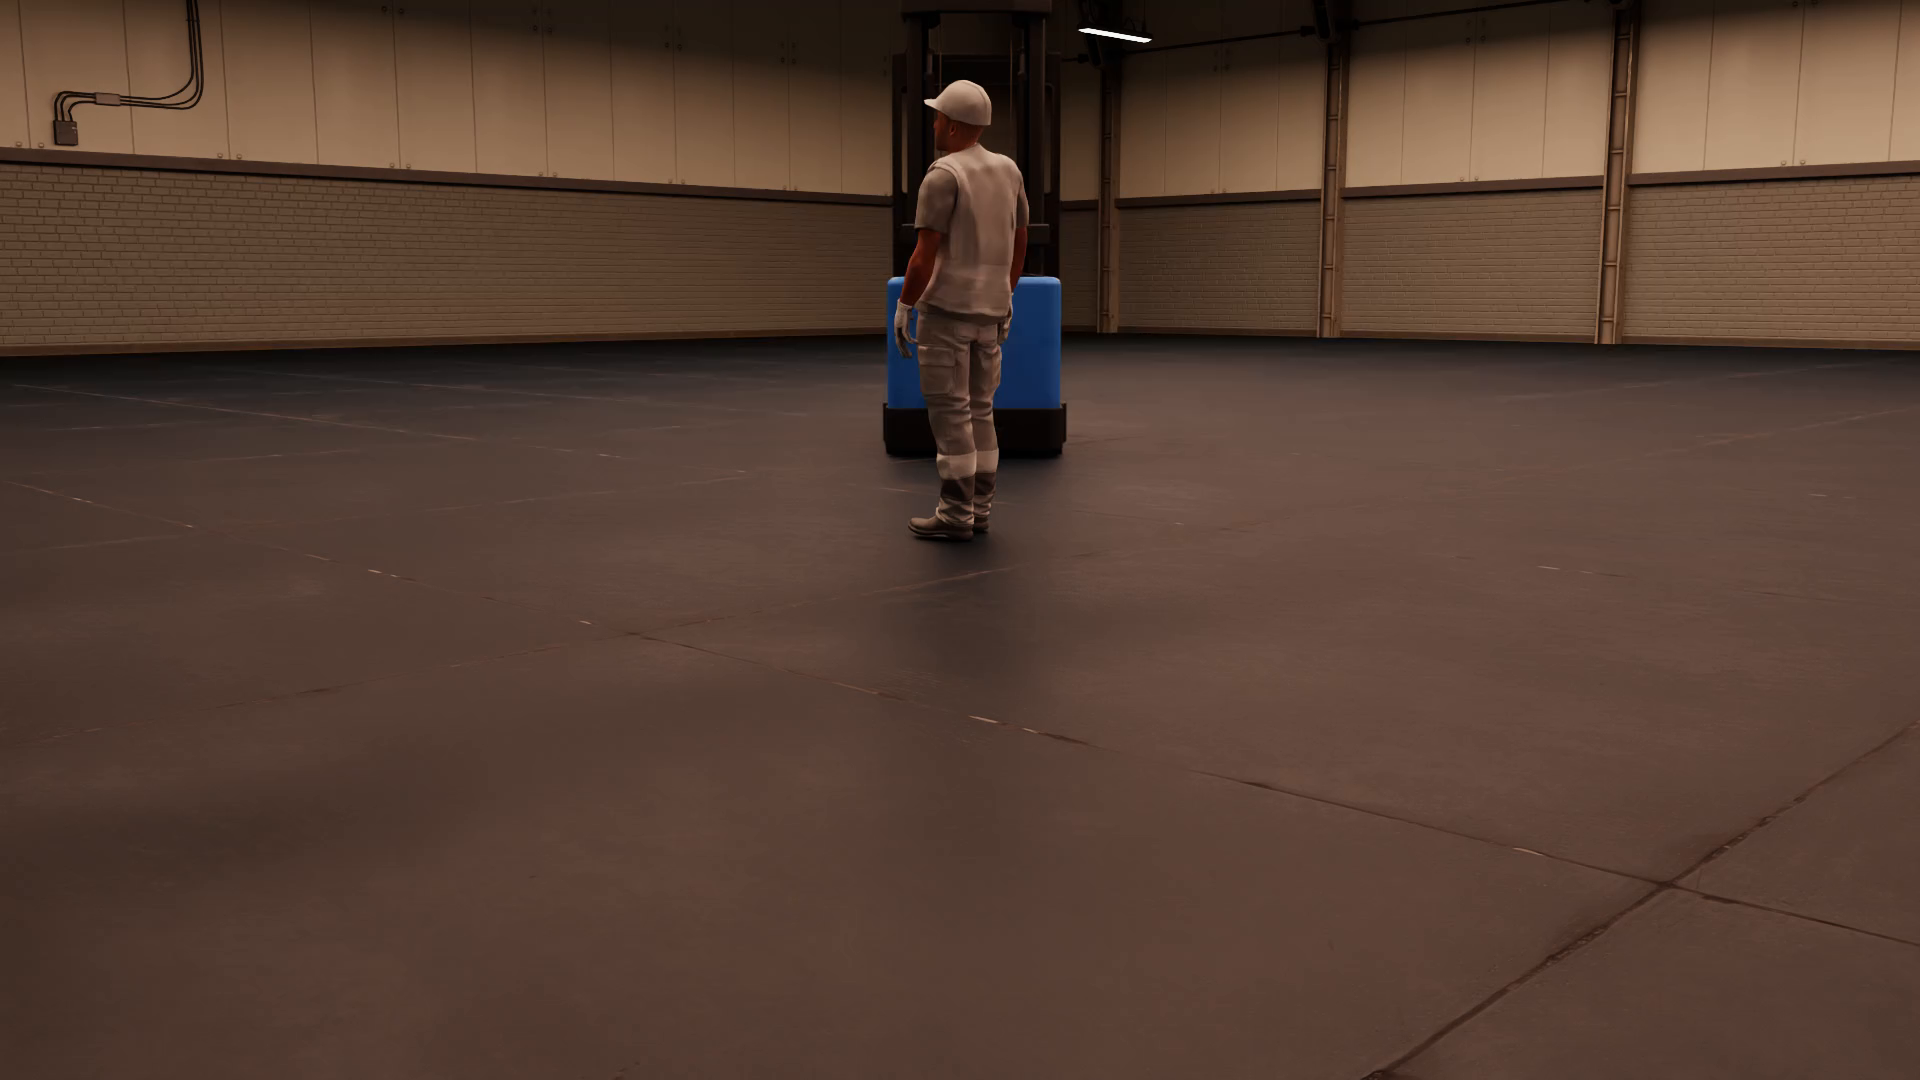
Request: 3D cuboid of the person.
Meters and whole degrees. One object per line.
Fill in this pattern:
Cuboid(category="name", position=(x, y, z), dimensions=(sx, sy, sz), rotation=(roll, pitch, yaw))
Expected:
Cuboid(category="person", position=(-0.050, -0.902, 6.647), dimensions=(0.562, 1.790, 0.637), rotation=(8, 12, 43))

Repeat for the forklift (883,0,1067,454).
Cuboid(category="forklift", position=(0.110, -2.135, 11.051), dimensions=(1.130, 2.935, 3.031), rotation=(0, 9, 1))
